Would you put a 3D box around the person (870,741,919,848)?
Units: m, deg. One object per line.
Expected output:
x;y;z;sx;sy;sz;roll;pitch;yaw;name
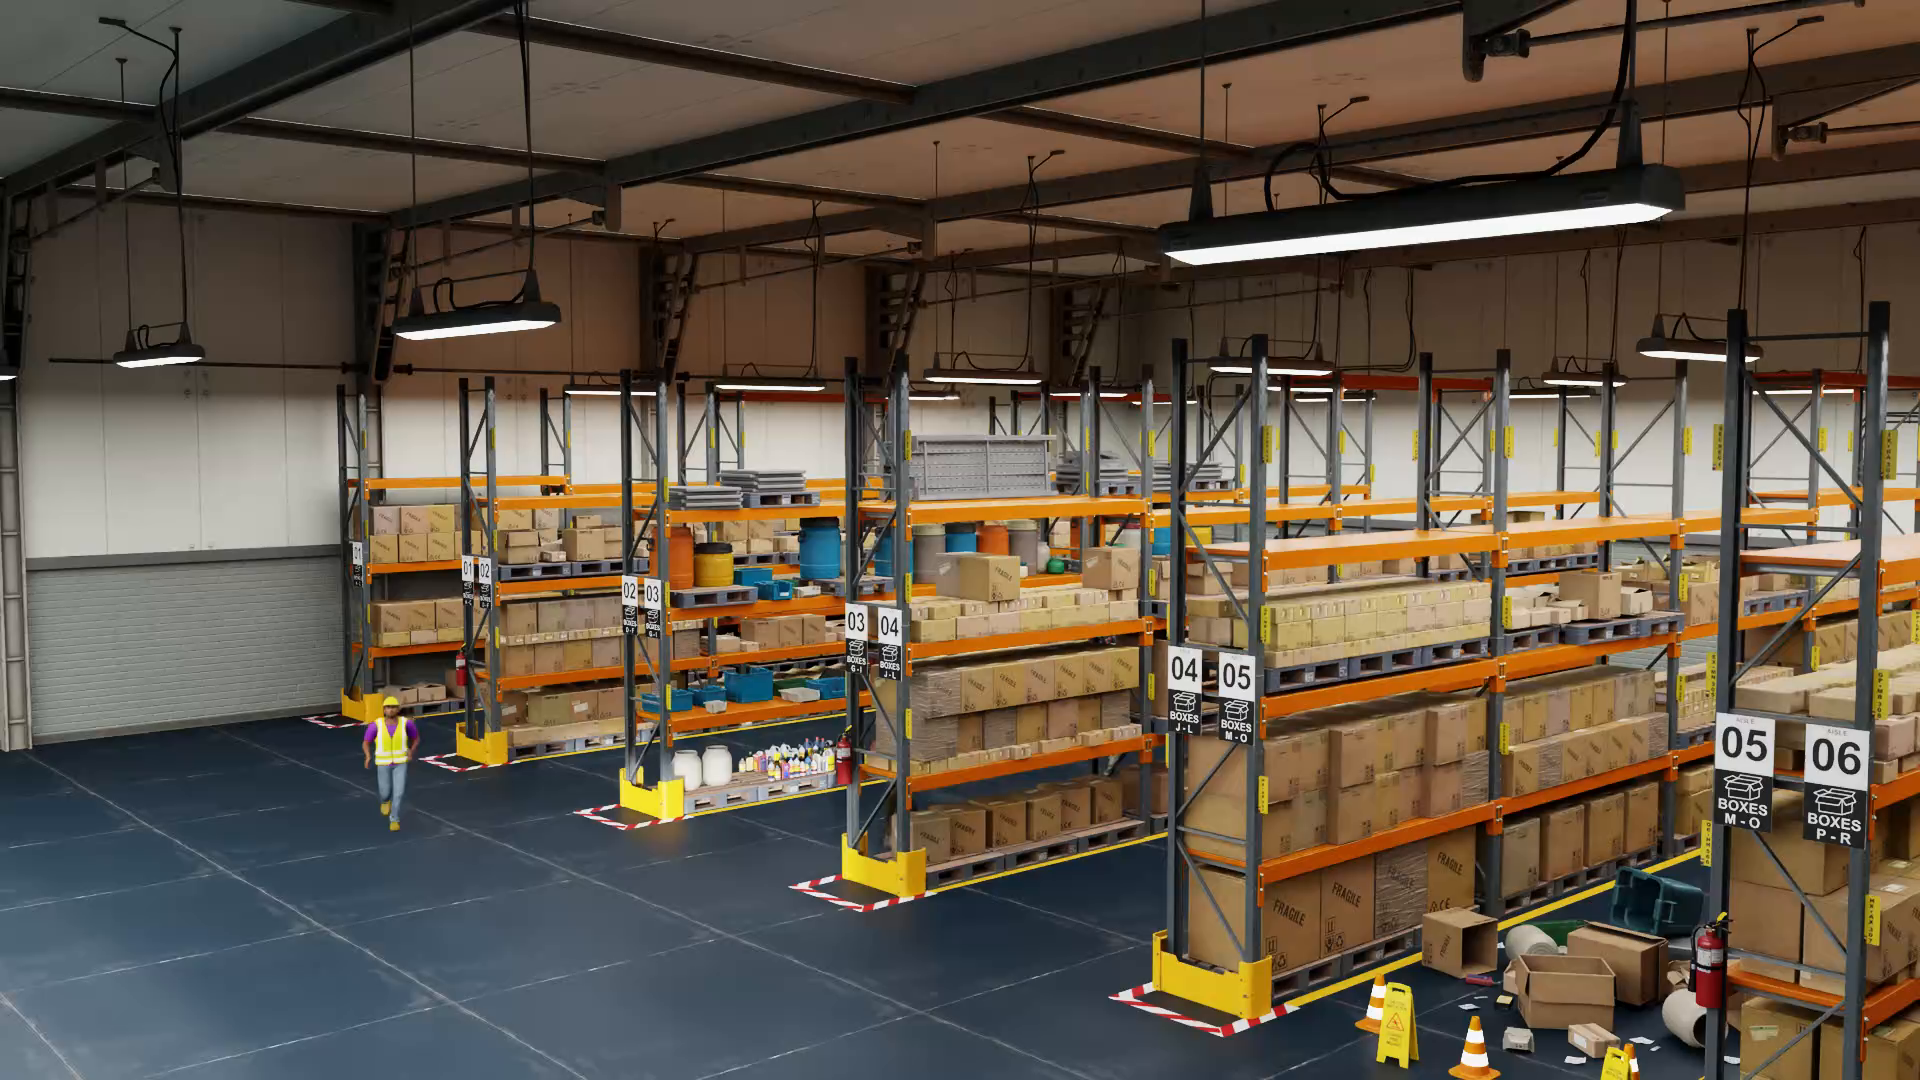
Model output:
-0.770;2.905;20.951;0.862;1.833;0.687;-3;5;-42;person

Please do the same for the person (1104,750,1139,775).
2.500;2.662;25.107;0.599;1.668;0.919;3;5;42;person

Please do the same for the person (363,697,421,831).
-7.381;2.887;21.627;0.712;1.718;0.590;-1;4;-20;person
